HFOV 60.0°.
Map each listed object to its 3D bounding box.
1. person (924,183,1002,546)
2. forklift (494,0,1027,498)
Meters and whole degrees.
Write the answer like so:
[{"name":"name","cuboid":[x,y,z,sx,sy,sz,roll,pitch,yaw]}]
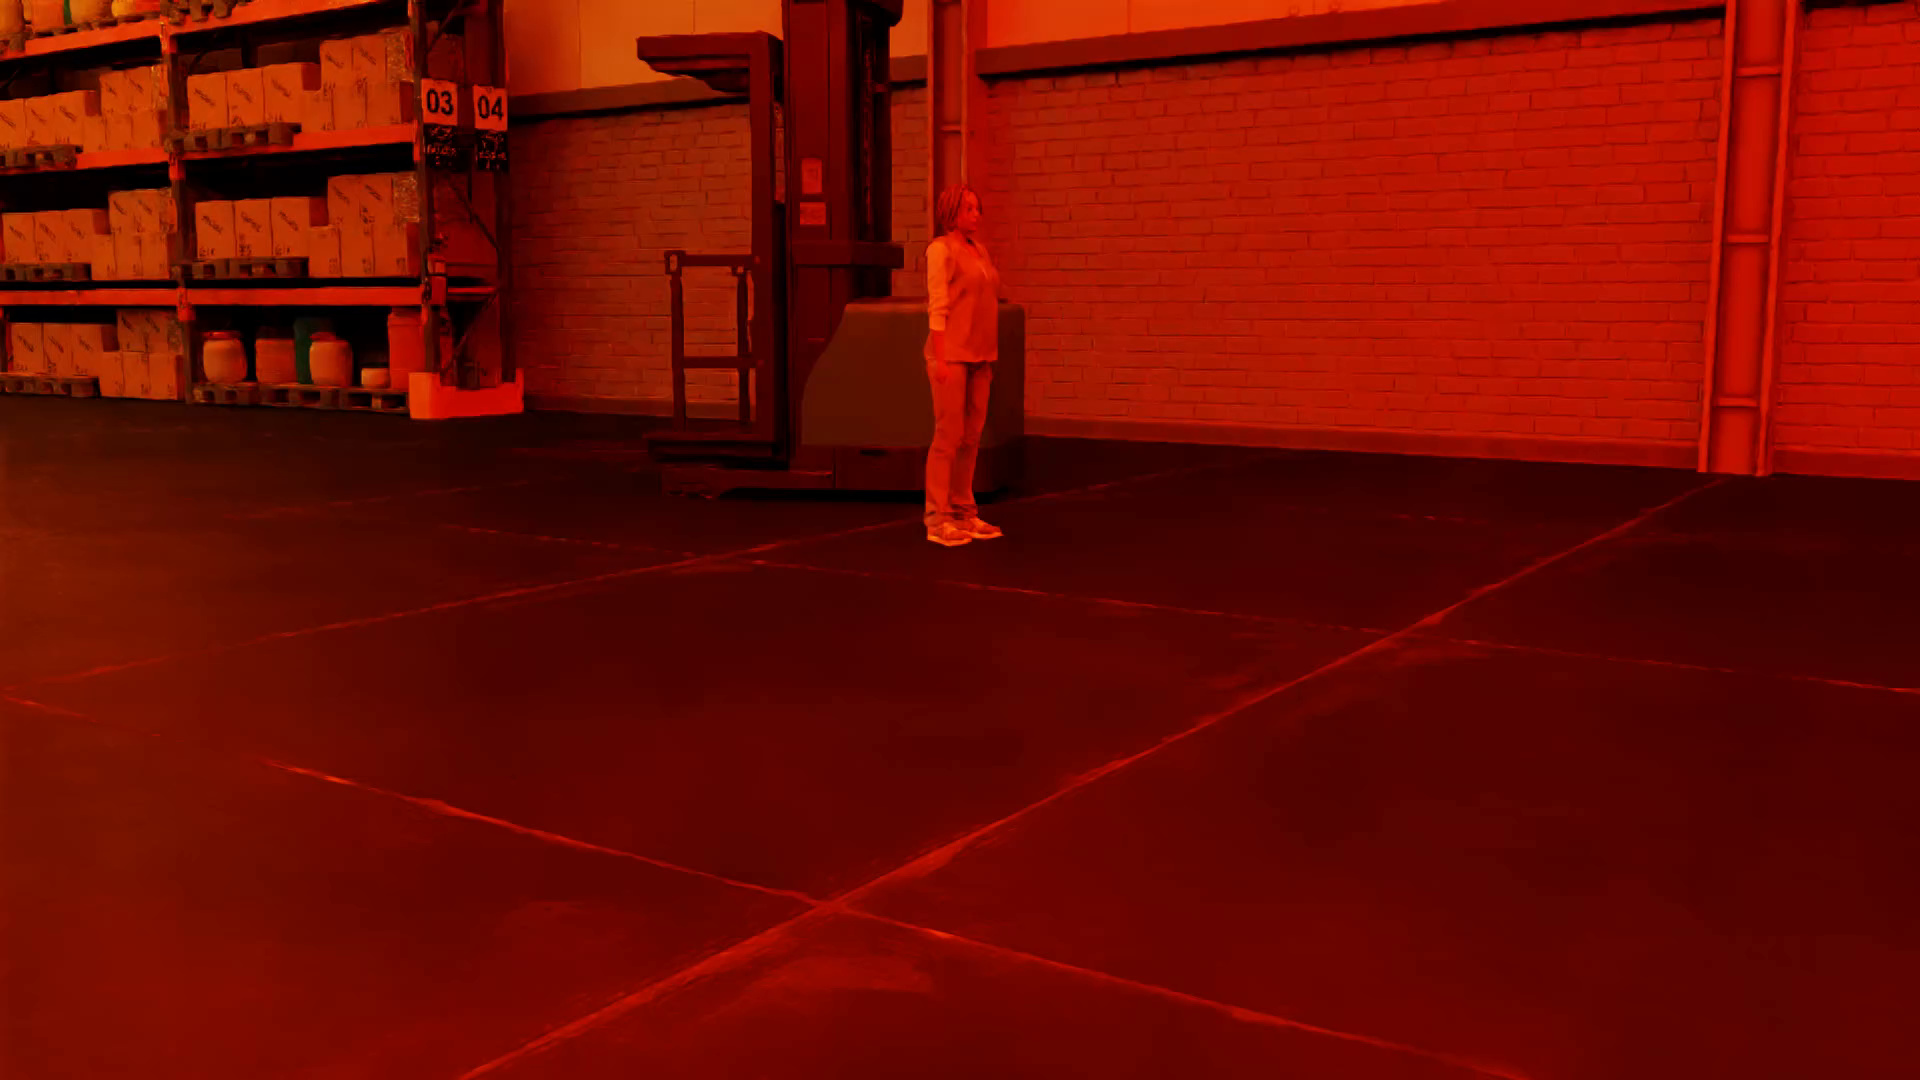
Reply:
[{"name":"person","cuboid":[0.008,-0.791,7.486,0.310,1.604,0.405,5,10,34]},{"name":"forklift","cuboid":[-1.184,-1.753,9.520,3.031,2.935,1.130,2,8,14]}]
